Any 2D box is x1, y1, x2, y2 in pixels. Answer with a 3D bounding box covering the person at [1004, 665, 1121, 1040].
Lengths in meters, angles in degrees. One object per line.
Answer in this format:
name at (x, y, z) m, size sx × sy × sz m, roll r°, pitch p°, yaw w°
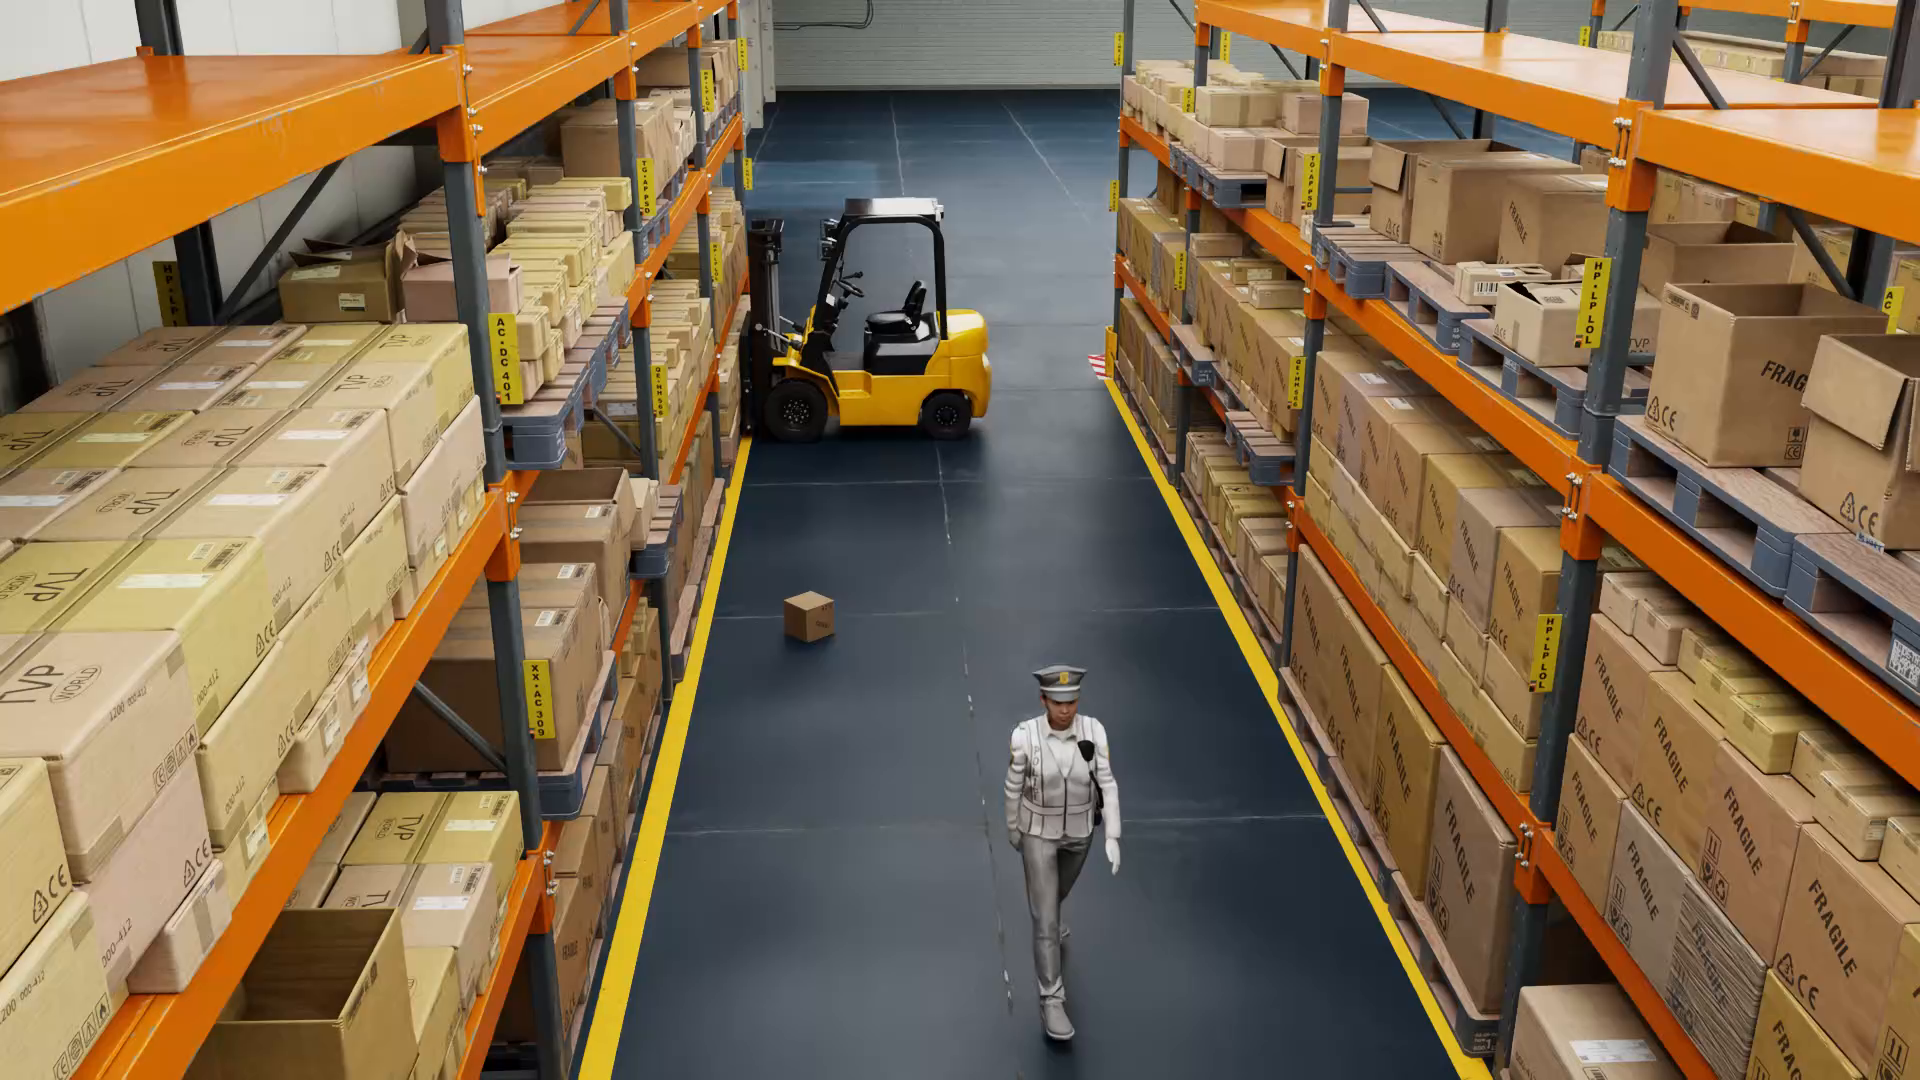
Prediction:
person at (0.471, 1.308, 7.546) m, size 0.495 × 1.631 × 1.004 m, roll -4°, pitch 21°, yaw -12°
